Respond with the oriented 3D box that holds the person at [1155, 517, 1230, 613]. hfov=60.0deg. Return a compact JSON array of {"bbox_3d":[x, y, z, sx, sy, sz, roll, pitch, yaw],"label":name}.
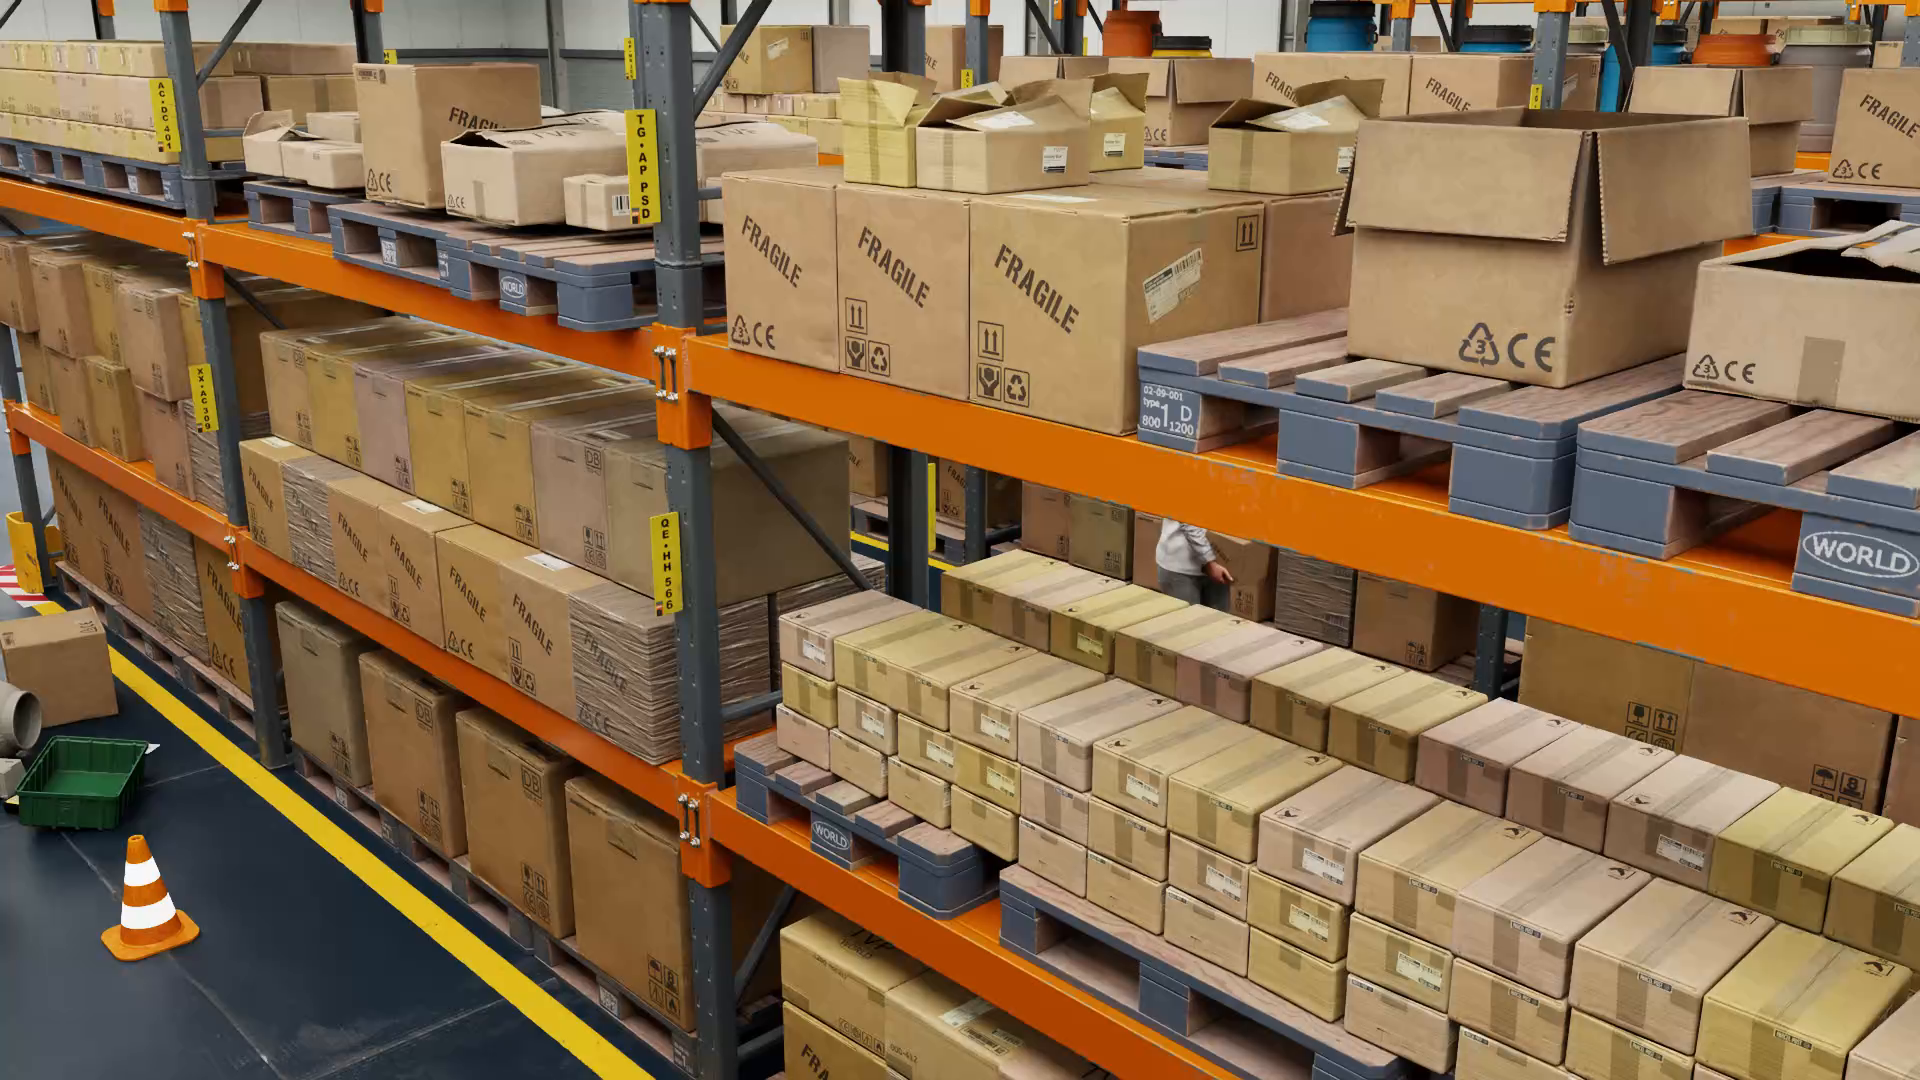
[{"bbox_3d":[1.343,0.156,9.003,0.499,1.769,0.550,-14,22,-39],"label":"person"}]
